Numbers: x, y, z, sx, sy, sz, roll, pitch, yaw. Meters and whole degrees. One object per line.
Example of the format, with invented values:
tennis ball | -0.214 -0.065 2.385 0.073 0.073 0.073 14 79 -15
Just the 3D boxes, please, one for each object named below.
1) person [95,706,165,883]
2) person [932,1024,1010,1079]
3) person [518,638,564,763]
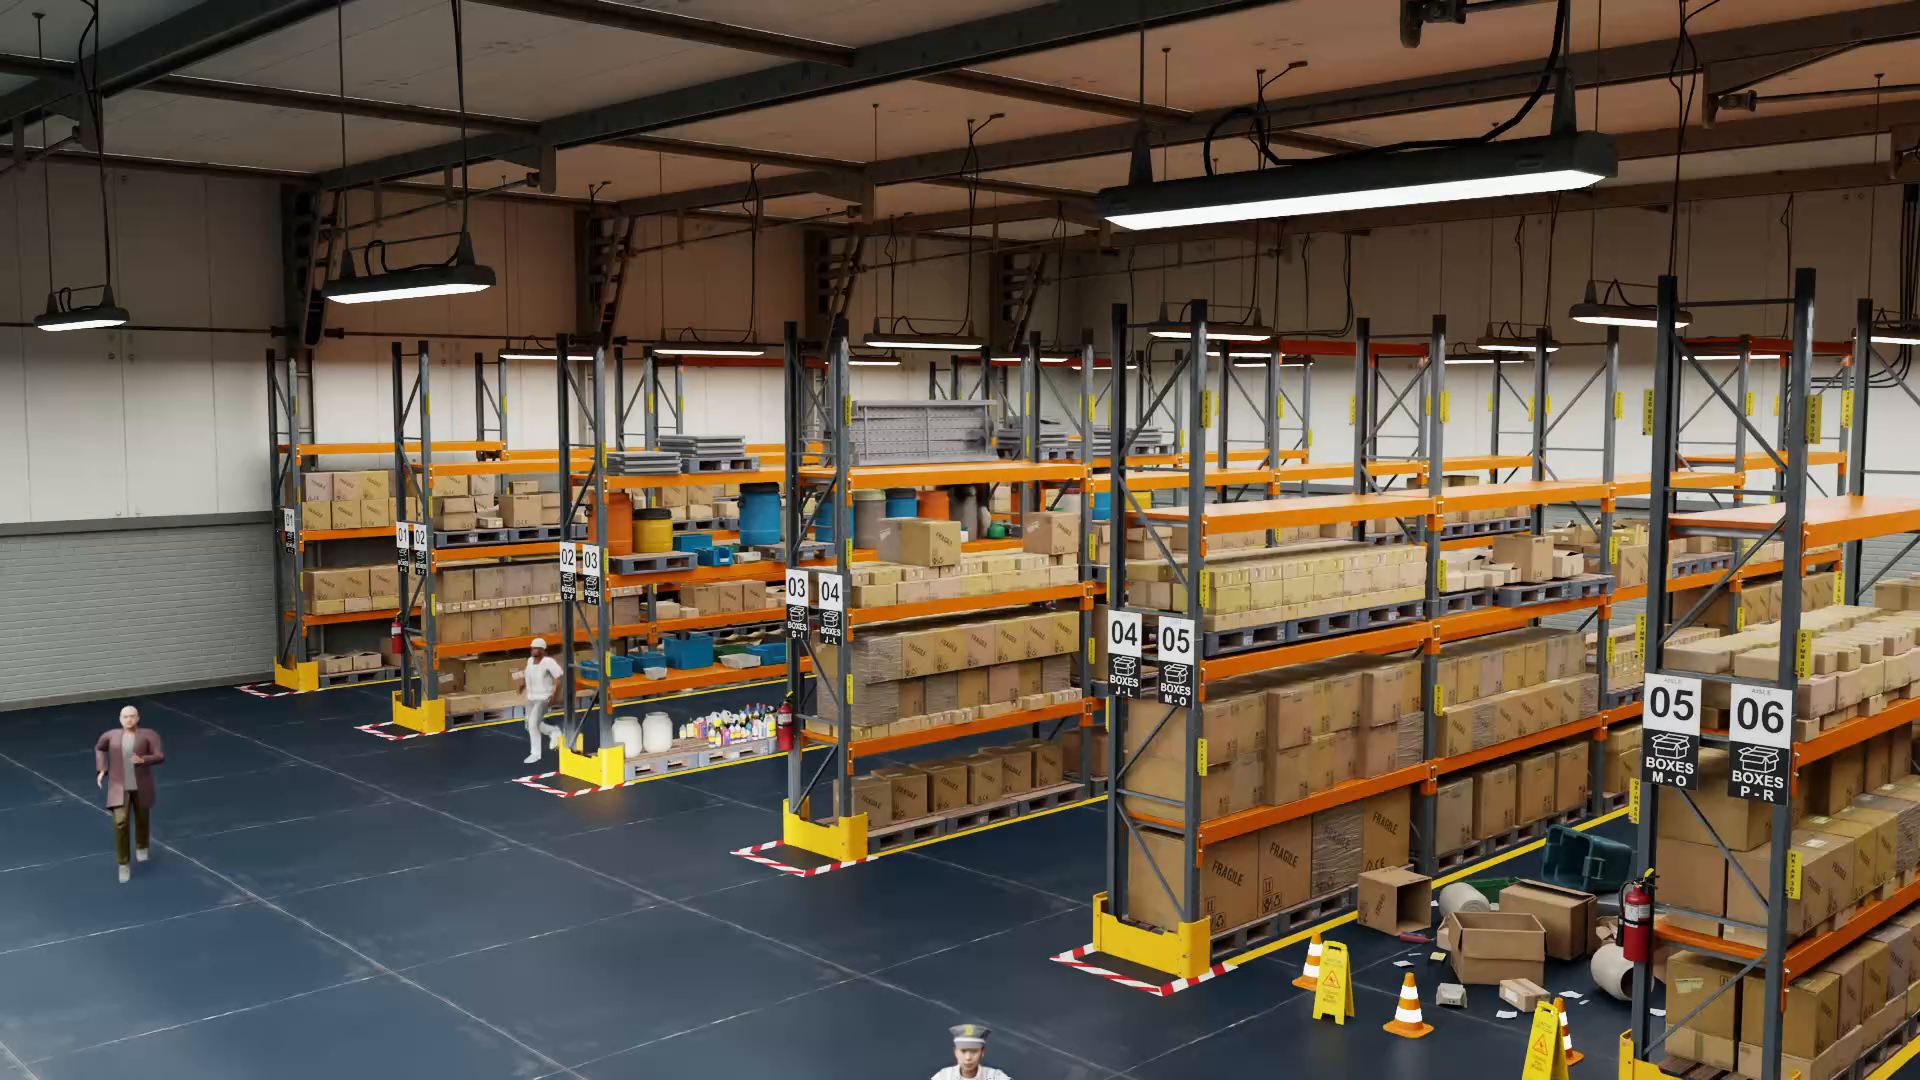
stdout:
person | -8.991 2.708 18.045 0.677 1.837 0.904 -2 6 -26
person | 0.062 3.522 9.454 0.606 1.654 0.599 1 5 7
person | -5.967 2.261 23.702 0.739 1.745 0.697 4 6 39
